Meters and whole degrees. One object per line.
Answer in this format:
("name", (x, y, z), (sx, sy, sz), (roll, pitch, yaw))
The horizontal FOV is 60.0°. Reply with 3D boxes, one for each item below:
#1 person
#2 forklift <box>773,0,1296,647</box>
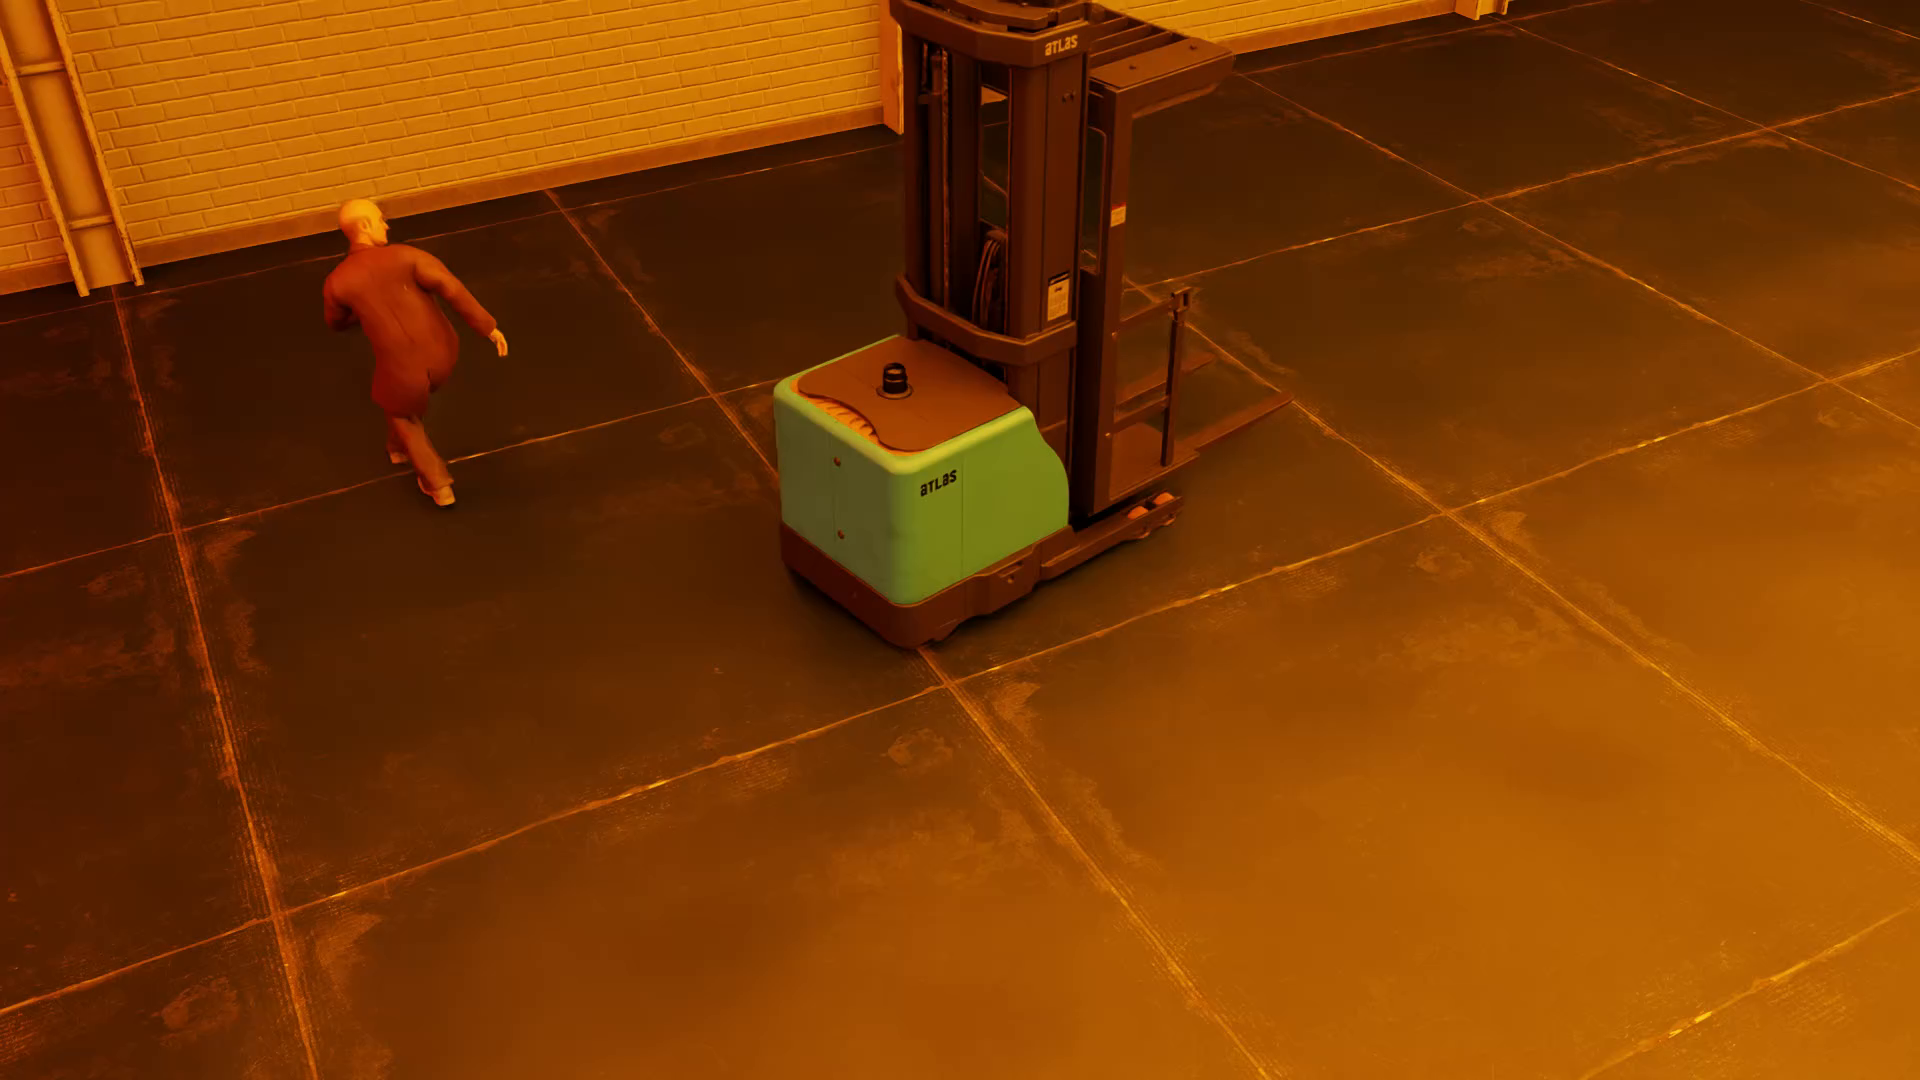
("person", (-2.869, -1.050, 8.754), (0.817, 1.626, 0.850), (-17, 38, -22))
("forklift", (0.543, -1.409, 8.116), (3.031, 2.935, 1.130), (-27, 43, -32))
